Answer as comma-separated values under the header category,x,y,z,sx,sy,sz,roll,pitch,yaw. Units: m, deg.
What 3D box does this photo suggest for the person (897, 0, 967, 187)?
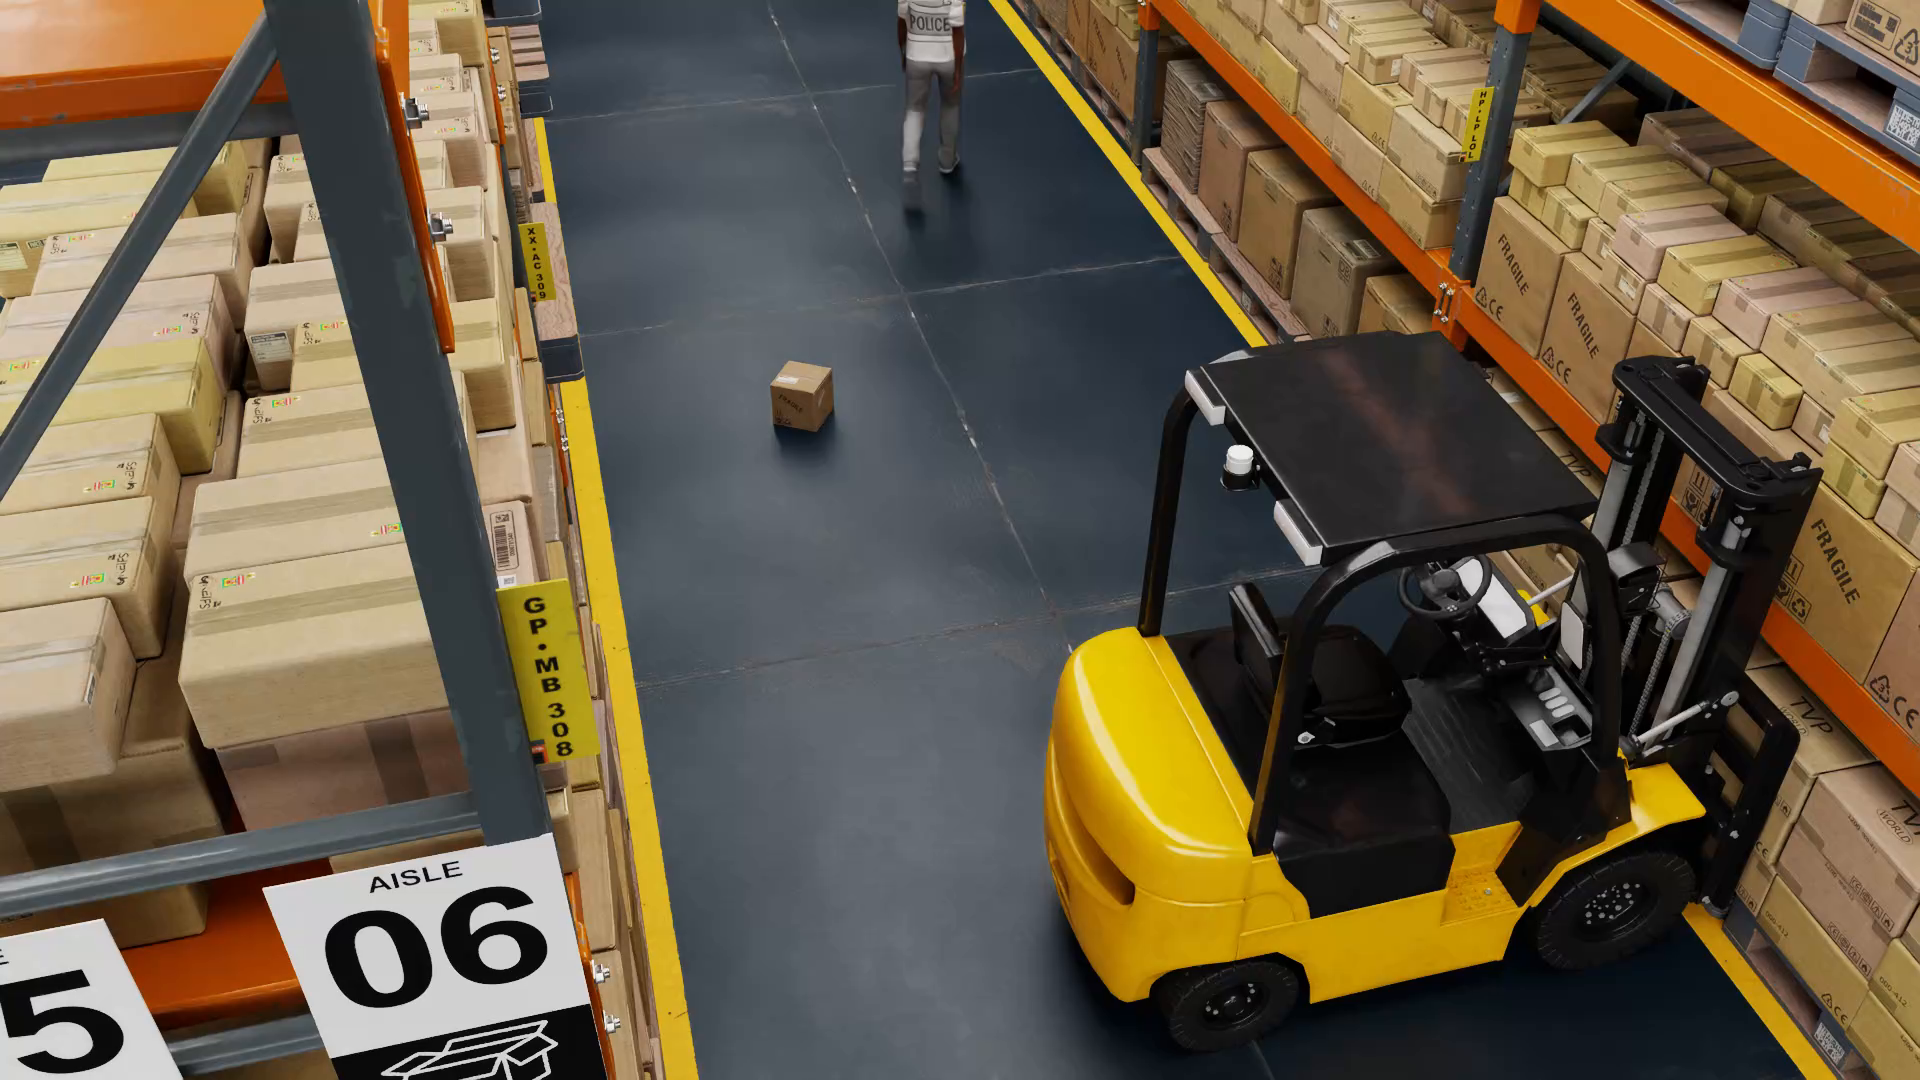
category,x,y,z,sx,sy,sz,roll,pitch,yaw
person,-0.181,-3.036,10.502,0.443,1.664,0.784,4,39,5
